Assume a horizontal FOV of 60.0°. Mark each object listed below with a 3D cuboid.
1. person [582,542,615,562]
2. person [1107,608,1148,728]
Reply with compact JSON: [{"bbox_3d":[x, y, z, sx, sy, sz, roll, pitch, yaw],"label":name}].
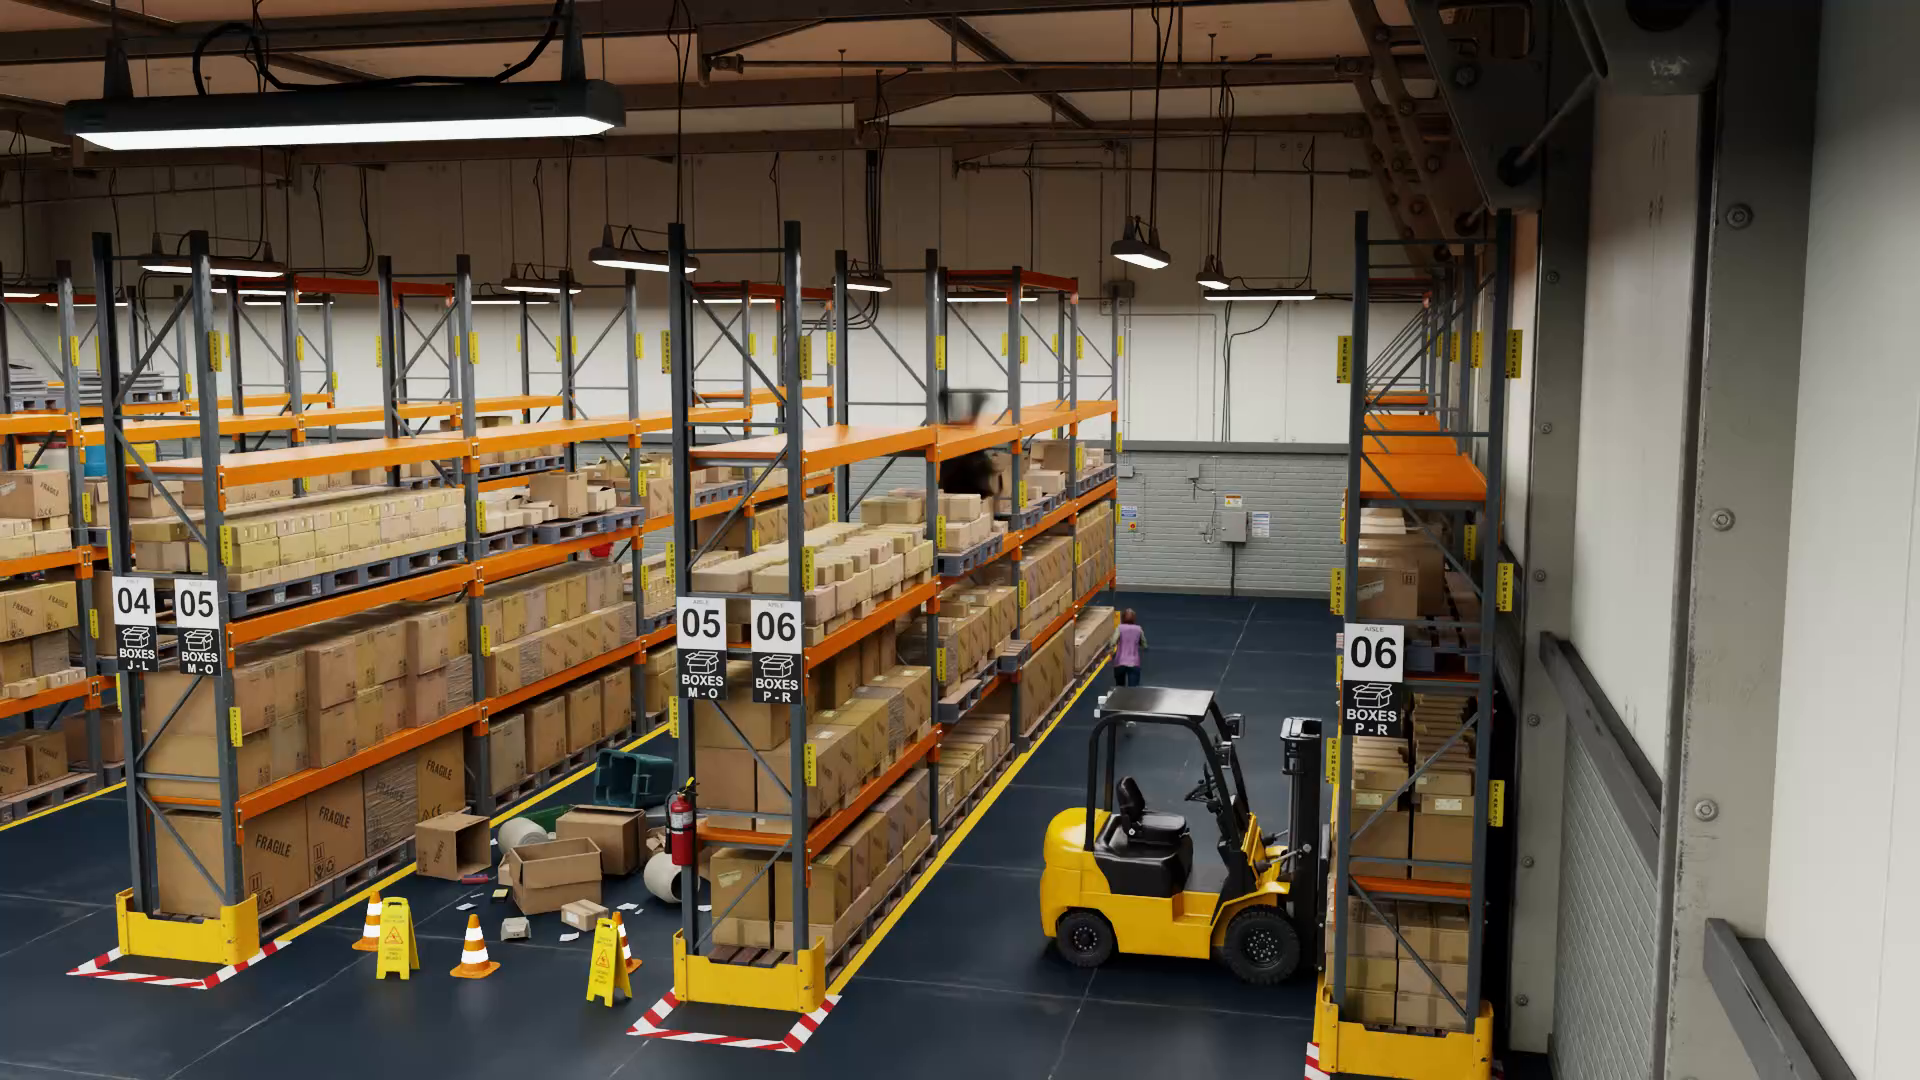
[{"bbox_3d":[-6.933,0.435,32.024,0.618,1.700,0.744,-5,8,-33],"label":"person"},{"bbox_3d":[2.231,1.708,22.013,0.516,1.566,0.902,0,7,4],"label":"person"}]
